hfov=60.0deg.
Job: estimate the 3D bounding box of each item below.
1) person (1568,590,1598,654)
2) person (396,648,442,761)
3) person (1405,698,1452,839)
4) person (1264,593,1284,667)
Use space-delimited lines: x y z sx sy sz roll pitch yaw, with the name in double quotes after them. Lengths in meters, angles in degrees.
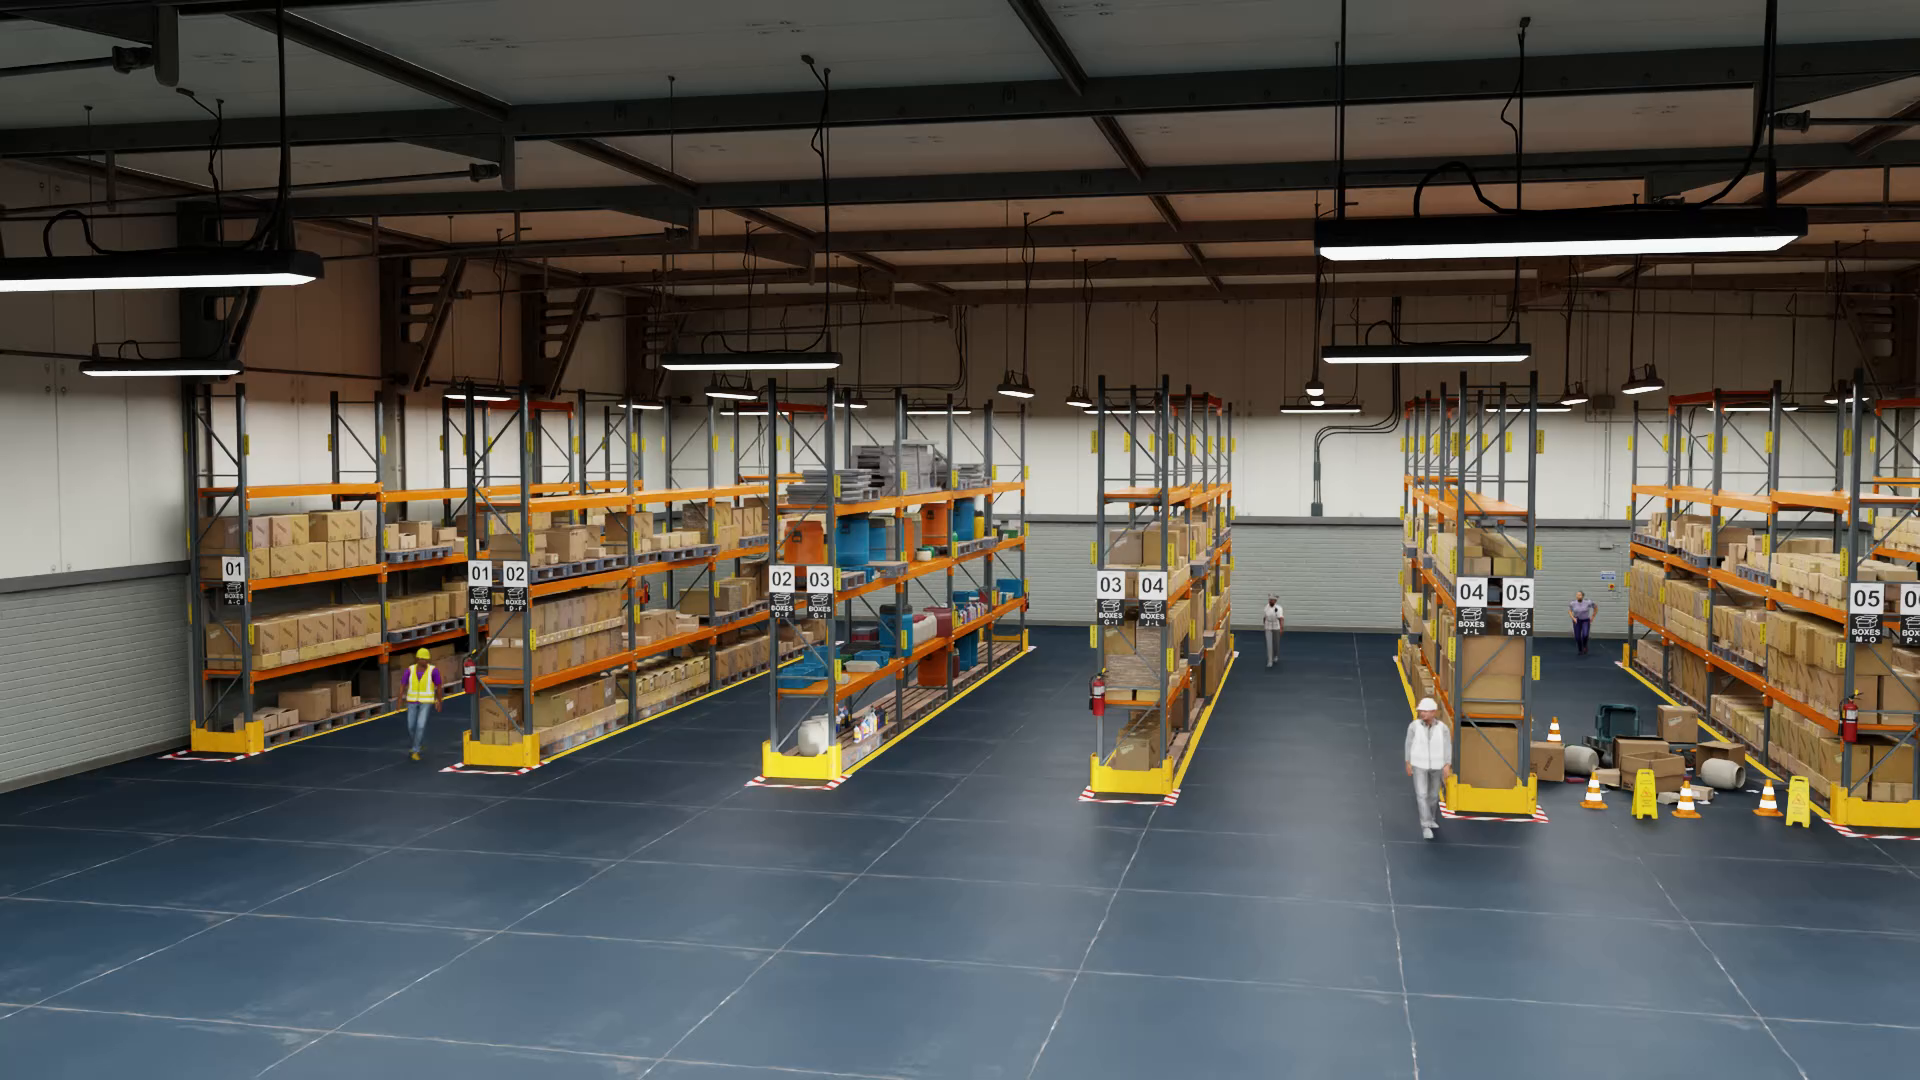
14.814 1.971 39.530 0.661 1.544 0.727 2 4 25 "person"
-8.660 2.625 26.671 0.658 1.786 0.696 0 3 -6 "person"
6.009 2.891 21.289 0.568 1.731 0.957 0 3 8 "person"
7.101 2.015 37.656 0.438 1.629 1.012 1 3 9 "person"
